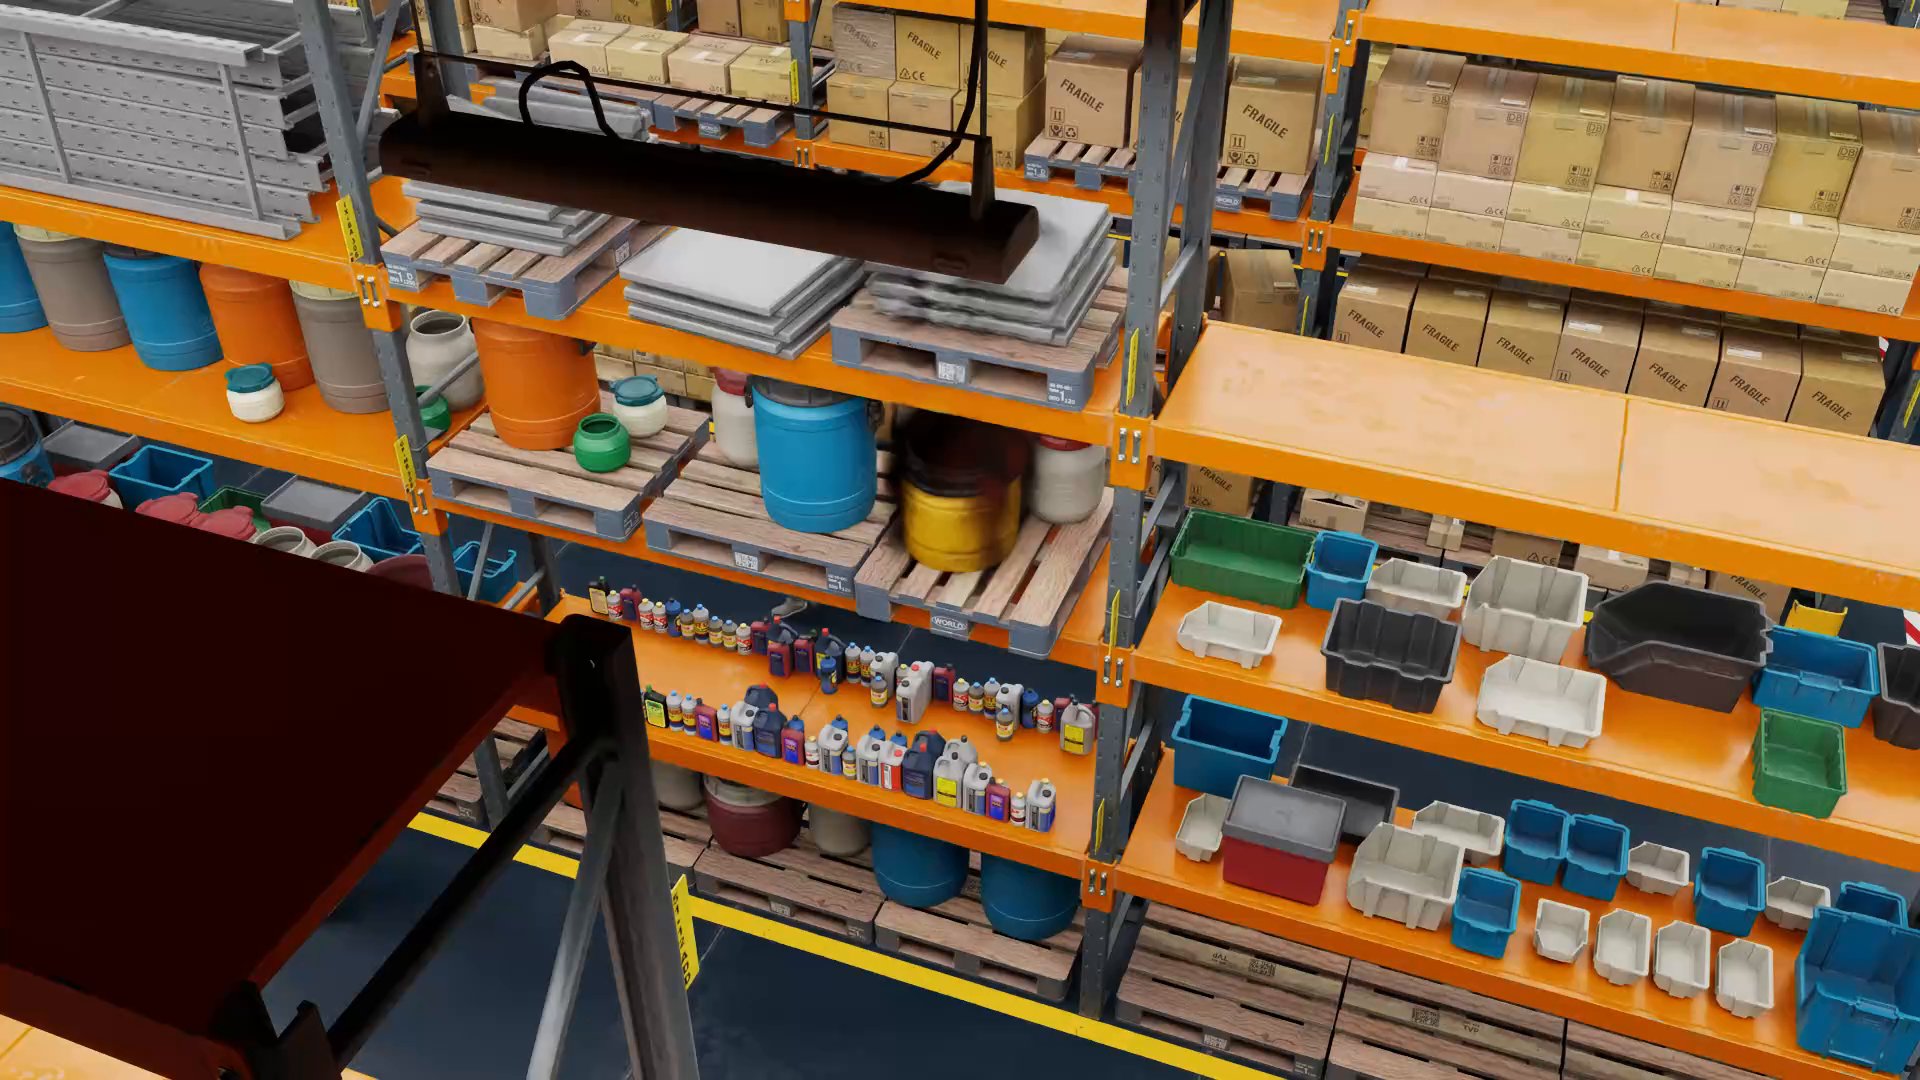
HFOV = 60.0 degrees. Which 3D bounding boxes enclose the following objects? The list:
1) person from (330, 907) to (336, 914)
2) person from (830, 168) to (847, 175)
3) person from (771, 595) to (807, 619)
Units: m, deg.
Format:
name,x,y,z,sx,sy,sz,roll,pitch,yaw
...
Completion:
name,x,y,z,sx,sy,sz,roll,pitch,yaw
person,-4.304,1.555,9.899,0.912,1.690,0.729,-15,39,-19
person,-1.042,-2.803,15.946,0.720,1.551,0.552,-11,38,-15
person,-0.986,-0.120,12.172,0.864,1.660,0.575,7,37,10
